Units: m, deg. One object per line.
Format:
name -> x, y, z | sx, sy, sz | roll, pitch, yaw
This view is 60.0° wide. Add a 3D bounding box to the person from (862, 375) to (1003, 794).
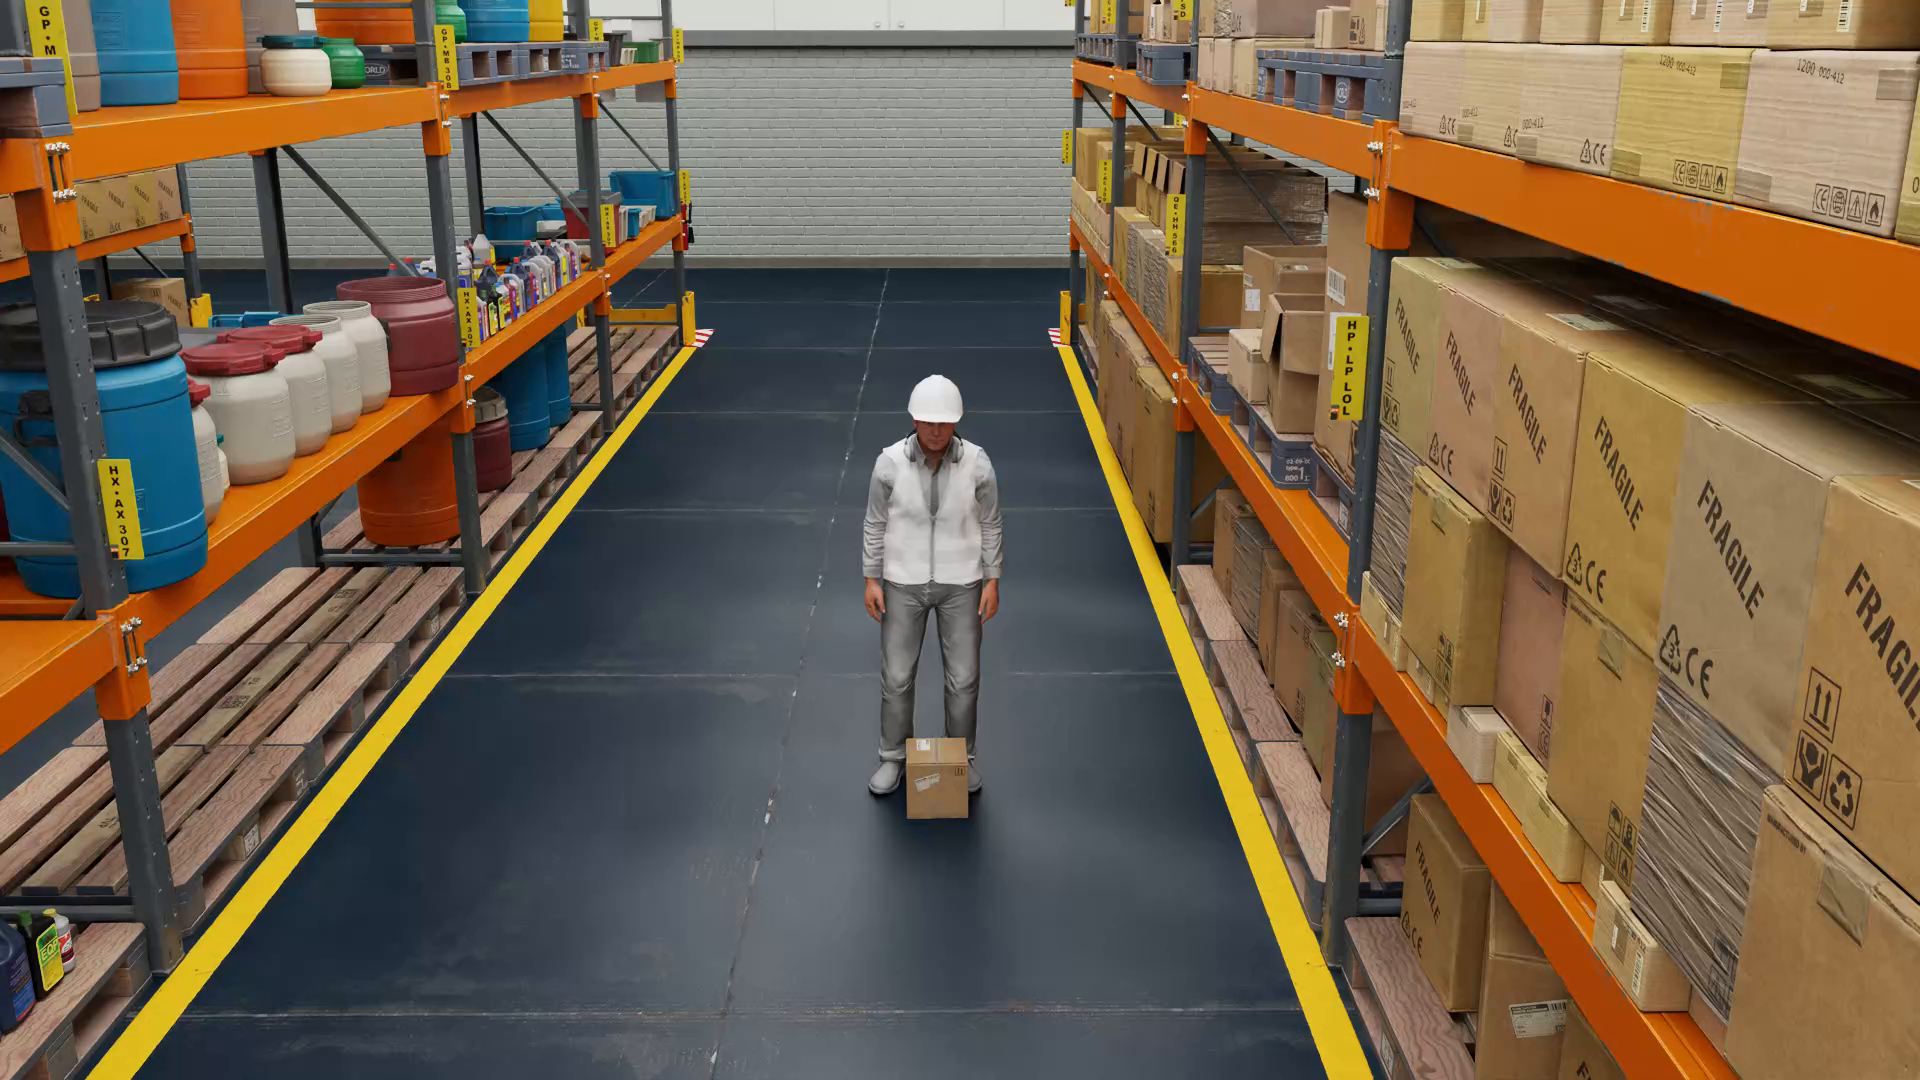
person -> -0.114, 0.181, 6.907 | 0.580, 1.771, 0.461 | 0, 17, 0
